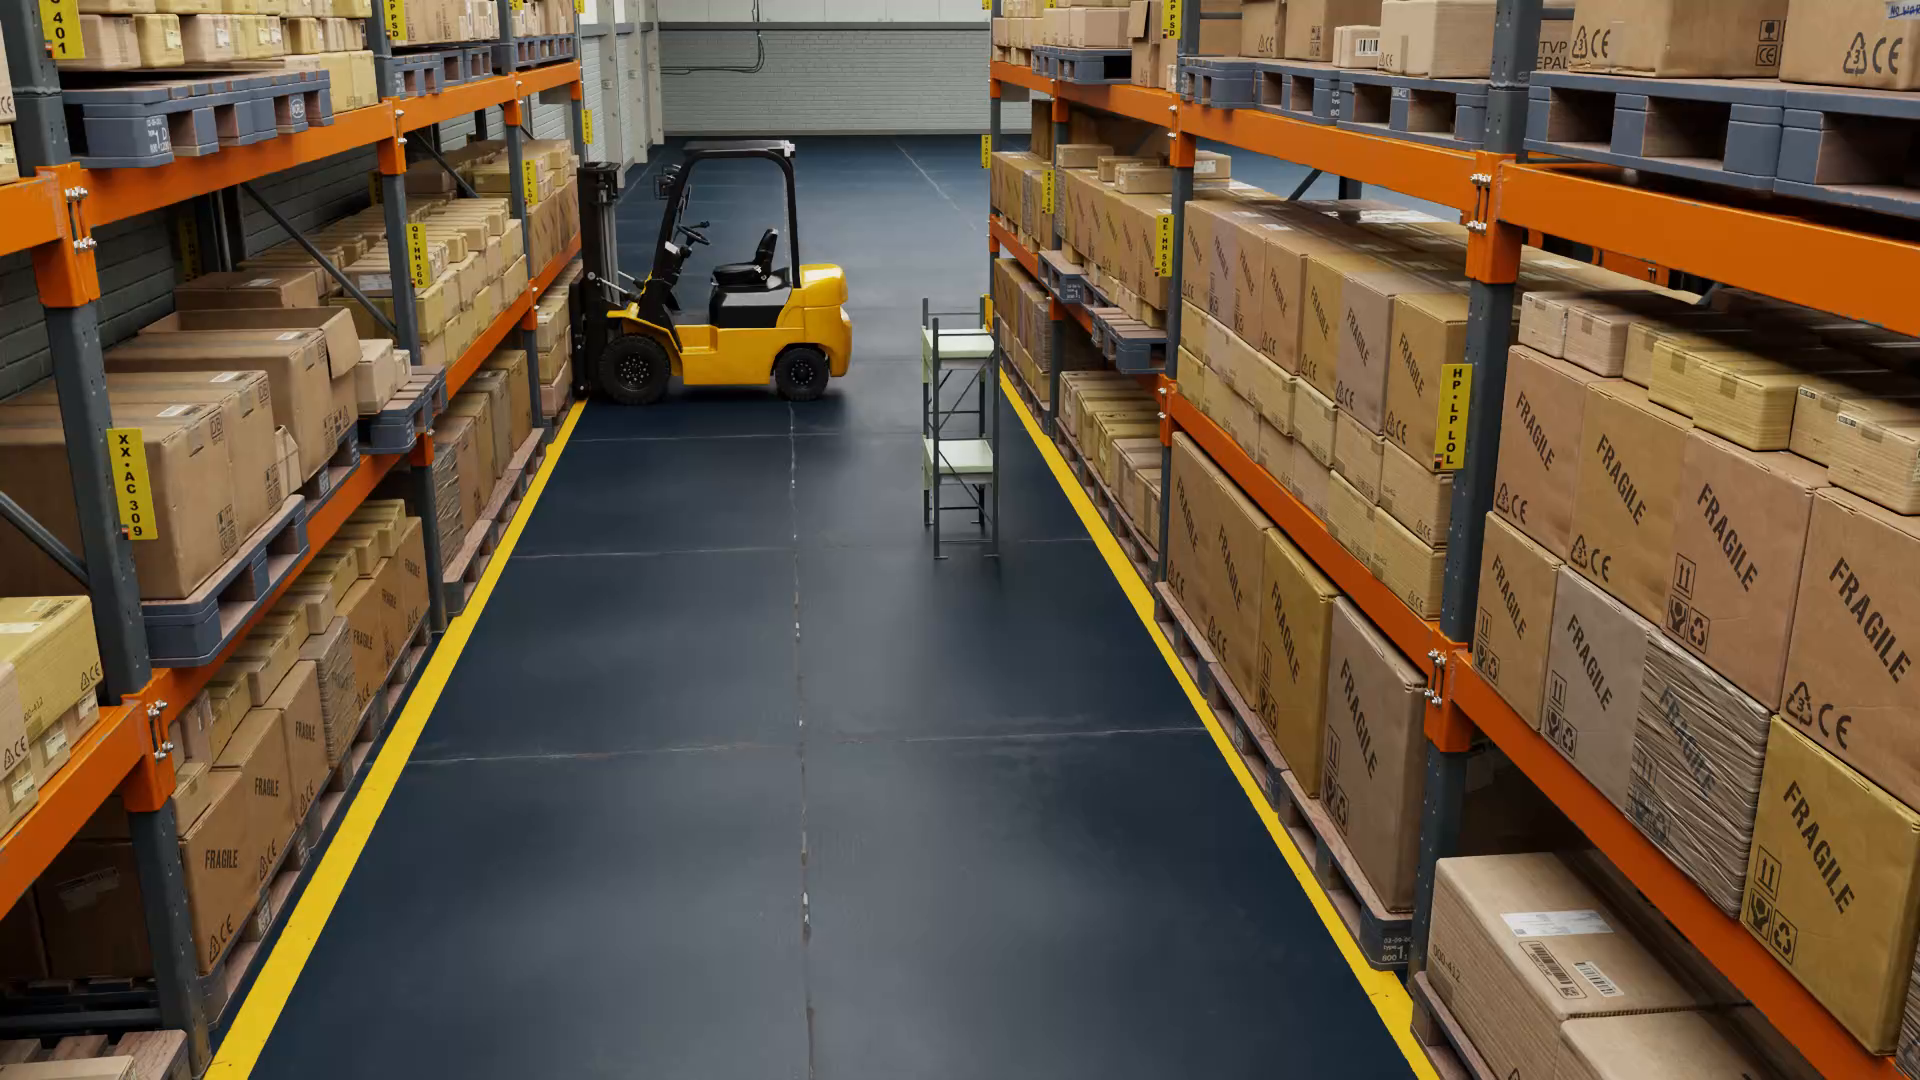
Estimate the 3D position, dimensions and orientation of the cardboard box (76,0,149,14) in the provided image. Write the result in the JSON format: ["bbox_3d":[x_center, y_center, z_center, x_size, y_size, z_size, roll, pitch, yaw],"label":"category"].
[{"bbox_3d":[-2.489,-1.529,4.586,0.380,0.149,0.250,-1,17,-4],"label":"cardboard box"}]

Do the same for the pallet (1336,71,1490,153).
[{"bbox_3d":[1.899,-1.491,5.730,0.805,0.209,1.217,-2,18,-8],"label":"pallet"}]

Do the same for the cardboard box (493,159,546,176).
[{"bbox_3d":[-3.588,-3.019,13.539,0.380,0.149,0.250,-2,18,-7],"label":"cardboard box"}]

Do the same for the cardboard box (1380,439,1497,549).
[{"bbox_3d":[1.755,-0.170,5.628,0.500,0.250,0.500,-2,18,-6],"label":"cardboard box"}]

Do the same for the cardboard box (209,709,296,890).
[{"bbox_3d":[-2.785,0.958,6.091,0.500,0.500,0.500,-2,18,-6],"label":"cardboard box"}]

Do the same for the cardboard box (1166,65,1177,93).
[{"bbox_3d":[1.355,-2.544,9.183,0.380,0.149,0.250,-2,18,-6],"label":"cardboard box"}]

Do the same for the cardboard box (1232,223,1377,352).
[{"bbox_3d":[1.536,-1.139,7.463,0.500,0.500,0.500,-1,17,-4],"label":"cardboard box"}]

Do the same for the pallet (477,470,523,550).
[{"bbox_3d":[-3.476,-0.196,10.948,1.003,0.211,1.213,-2,18,-6],"label":"pallet"}]

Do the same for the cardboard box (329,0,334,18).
[{"bbox_3d":[-3.055,-2.434,7.501,0.380,0.149,0.250,-2,18,-8],"label":"cardboard box"}]

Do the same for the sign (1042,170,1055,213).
[{"bbox_3d":[0.678,-2.657,12.687,0.100,0.325,0.005,-2,18,-6],"label":"sign"}]

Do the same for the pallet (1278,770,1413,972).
[{"bbox_3d":[1.888,1.223,6.428,1.003,0.211,1.213,-2,18,-6],"label":"pallet"}]

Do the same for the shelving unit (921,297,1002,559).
[{"bbox_3d":[-0.001,-0.718,10.459,0.431,1.500,0.755,-2,18,-6],"label":"shelving unit"}]

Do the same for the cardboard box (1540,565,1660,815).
[{"bbox_3d":[1.878,0.371,4.322,0.500,0.500,0.500,-2,18,-5],"label":"cardboard box"}]

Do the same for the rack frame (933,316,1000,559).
[{"bbox_3d":[0.037,-0.609,10.111,0.400,1.500,0.023,-2,18,-6],"label":"rack frame"}]

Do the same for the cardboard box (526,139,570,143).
[{"bbox_3d":[-3.886,-3.699,15.706,0.380,0.149,0.250,-2,18,-5],"label":"cardboard box"}]

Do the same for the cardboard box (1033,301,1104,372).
[{"bbox_3d":[0.889,-1.677,13.649,0.500,0.500,0.500,-2,18,-6],"label":"cardboard box"}]

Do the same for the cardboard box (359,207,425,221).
[{"bbox_3d":[-3.896,-2.198,11.422,0.380,0.149,0.250,-2,18,-6],"label":"cardboard box"}]

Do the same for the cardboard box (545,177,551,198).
[{"bbox_3d":[-3.551,-2.877,13.583,0.380,0.149,0.250,-2,18,-6],"label":"cardboard box"}]

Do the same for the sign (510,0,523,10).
[{"bbox_3d":[-3.181,-3.956,11.874,0.100,0.325,0.005,-2,18,-6],"label":"sign"}]

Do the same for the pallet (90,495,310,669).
[{"bbox_3d":[-2.868,0.125,5.592,1.003,0.211,1.213,-2,18,-6],"label":"pallet"}]

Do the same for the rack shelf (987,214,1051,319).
[{"bbox_3d":[1.011,-2.516,14.883,1.077,0.370,4.000,-2,18,-6],"label":"rack shelf"}]

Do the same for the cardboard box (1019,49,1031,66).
[{"bbox_3d":[0.721,-4.195,14.443,0.380,0.149,0.250,-2,18,-7],"label":"cardboard box"}]

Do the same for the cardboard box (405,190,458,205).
[{"bbox_3d":[-4.008,-2.554,12.553,0.380,0.149,0.250,-2,18,-6],"label":"cardboard box"}]

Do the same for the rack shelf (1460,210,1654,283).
[{"bbox_3d":[5.924,-2.699,15.466,1.077,0.370,4.000,-2,18,-6],"label":"rack shelf"}]

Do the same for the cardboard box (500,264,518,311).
[{"bbox_3d":[-3.350,-1.745,11.479,0.500,0.250,0.500,-2,18,-6],"label":"cardboard box"}]

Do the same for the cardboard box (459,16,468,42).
[{"bbox_3d":[-3.225,-3.120,10.151,0.380,0.149,0.250,-2,18,-6],"label":"cardboard box"}]

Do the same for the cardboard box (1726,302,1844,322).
[{"bbox_3d":[2.310,-0.550,4.502,0.380,0.149,0.250,-1,17,-4],"label":"cardboard box"}]

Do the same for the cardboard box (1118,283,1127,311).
[{"bbox_3d":[1.174,-1.469,10.066,0.380,0.149,0.250,-3,18,-8],"label":"cardboard box"}]

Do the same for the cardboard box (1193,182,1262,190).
[{"bbox_3d":[1.647,-2.065,10.882,0.500,0.500,0.500,-2,18,-8],"label":"cardboard box"}]

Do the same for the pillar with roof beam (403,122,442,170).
[{"bbox_3d":[-0.675,-6.060,14.957,9.100,9.000,0.400,-2,18,-6],"label":"pillar with roof beam"}]

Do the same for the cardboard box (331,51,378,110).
[{"bbox_3d":[-3.013,-2.131,7.700,0.500,0.250,0.500,-2,18,-7],"label":"cardboard box"}]

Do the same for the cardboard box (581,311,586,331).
[{"bbox_3d":[-3.656,-1.989,15.060,0.500,0.250,0.500,-2,18,-7],"label":"cardboard box"}]

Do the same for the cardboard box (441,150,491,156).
[{"bbox_3d":[-4.284,-3.302,14.442,0.380,0.149,0.250,-2,18,-7],"label":"cardboard box"}]

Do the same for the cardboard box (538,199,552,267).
[{"bbox_3d":[-3.576,-2.451,13.310,0.500,0.500,0.500,-1,17,-5],"label":"cardboard box"}]

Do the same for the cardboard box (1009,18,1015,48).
[{"bbox_3d":[0.712,-4.495,14.732,0.500,0.250,0.500,-1,17,-4],"label":"cardboard box"}]

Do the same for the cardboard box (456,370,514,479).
[{"bbox_3d":[-3.582,-0.789,11.447,0.875,0.625,0.625,-2,18,-6],"label":"cardboard box"}]

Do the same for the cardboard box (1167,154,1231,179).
[{"bbox_3d":[1.625,-2.546,11.332,0.380,0.149,0.250,-3,18,-8],"label":"cardboard box"}]

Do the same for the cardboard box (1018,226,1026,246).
[{"bbox_3d":[0.714,-2.685,14.641,0.380,0.149,0.250,-2,18,-5],"label":"cardboard box"}]

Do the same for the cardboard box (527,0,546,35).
[{"bbox_3d":[-3.816,-4.421,13.702,0.797,0.503,0.637,-1,17,-4],"label":"cardboard box"}]

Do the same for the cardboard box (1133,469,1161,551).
[{"bbox_3d":[1.581,-0.187,9.950,0.950,0.372,0.625,-3,18,-9],"label":"cardboard box"}]

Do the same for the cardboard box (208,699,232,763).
[{"bbox_3d":[-2.810,0.686,5.872,0.380,0.149,0.250,-3,18,-9],"label":"cardboard box"}]

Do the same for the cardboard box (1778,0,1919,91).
[{"bbox_3d":[2.213,-1.207,3.466,0.797,0.503,0.637,0,17,-1],"label":"cardboard box"}]

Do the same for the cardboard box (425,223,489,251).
[{"bbox_3d":[-3.198,-1.914,10.518,0.380,0.149,0.250,-2,18,-7],"label":"cardboard box"}]

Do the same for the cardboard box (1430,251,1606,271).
[{"bbox_3d":[2.154,-0.845,6.523,0.500,0.500,0.500,-2,18,-7],"label":"cardboard box"}]

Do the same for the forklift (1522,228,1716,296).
[{"bbox_3d":[3.420,-1.071,9.195,1.130,2.935,3.031,-1,17,-4],"label":"forklift"}]

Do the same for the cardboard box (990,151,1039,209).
[{"bbox_3d":[0.578,-3.495,16.137,0.500,0.500,0.500,-2,18,-6],"label":"cardboard box"}]

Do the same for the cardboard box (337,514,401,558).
[{"bbox_3d":[-2.945,-0.014,8.104,0.380,0.149,0.250,-3,18,-9],"label":"cardboard box"}]

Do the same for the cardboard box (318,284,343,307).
[{"bbox_3d":[-3.630,-1.209,8.936,0.500,0.250,0.500,-1,17,-4],"label":"cardboard box"}]

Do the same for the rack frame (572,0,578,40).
[{"bbox_3d":[-4.132,-6.163,15.283,1.000,3.000,0.127,-2,18,-6],"label":"rack frame"}]

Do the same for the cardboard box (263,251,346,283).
[{"bbox_3d":[-3.646,-1.518,9.255,0.380,0.149,0.250,-2,18,-6],"label":"cardboard box"}]

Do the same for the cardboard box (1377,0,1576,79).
[{"bbox_3d":[1.742,-1.725,5.603,0.500,0.311,0.500,-2,18,-6],"label":"cardboard box"}]

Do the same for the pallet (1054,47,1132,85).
[{"bbox_3d":[1.285,-3.108,10.876,1.213,0.211,1.003,-2,18,-6],"label":"pallet"}]

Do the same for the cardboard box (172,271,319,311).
[{"bbox_3d":[-3.410,-1.007,8.008,0.500,0.500,0.500,-1,17,-3],"label":"cardboard box"}]

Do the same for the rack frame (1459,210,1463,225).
[{"bbox_3d":[5.718,-3.638,17.257,1.000,3.000,0.127,-2,18,-6],"label":"rack frame"}]
